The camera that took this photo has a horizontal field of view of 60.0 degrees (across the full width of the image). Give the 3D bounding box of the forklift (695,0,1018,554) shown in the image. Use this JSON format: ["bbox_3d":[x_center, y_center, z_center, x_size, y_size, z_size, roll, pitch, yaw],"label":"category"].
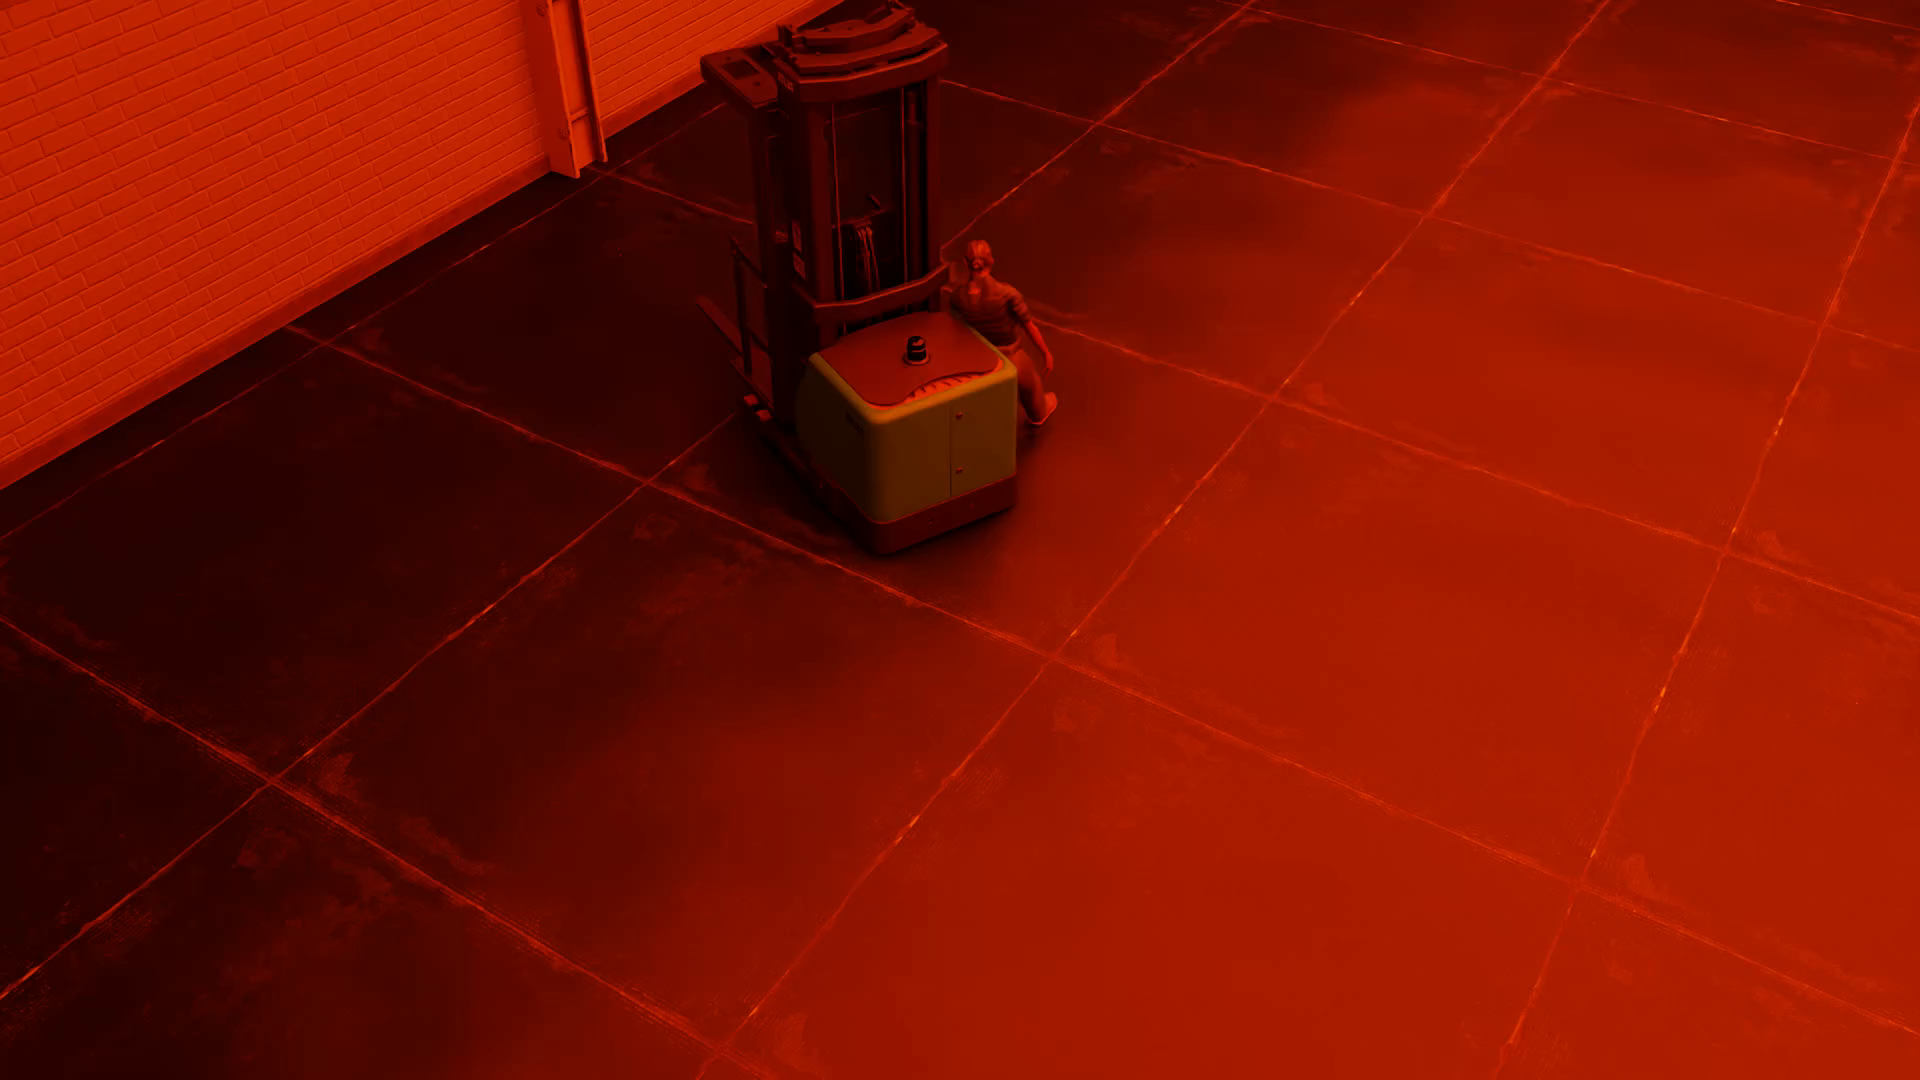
[{"bbox_3d":[-0.835,-1.964,10.285,1.130,2.935,3.031,-21,45,-23],"label":"forklift"}]

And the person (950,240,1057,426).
[{"bbox_3d":[0.216,-1.270,10.526,0.820,1.490,0.894,10,41,11],"label":"person"}]
